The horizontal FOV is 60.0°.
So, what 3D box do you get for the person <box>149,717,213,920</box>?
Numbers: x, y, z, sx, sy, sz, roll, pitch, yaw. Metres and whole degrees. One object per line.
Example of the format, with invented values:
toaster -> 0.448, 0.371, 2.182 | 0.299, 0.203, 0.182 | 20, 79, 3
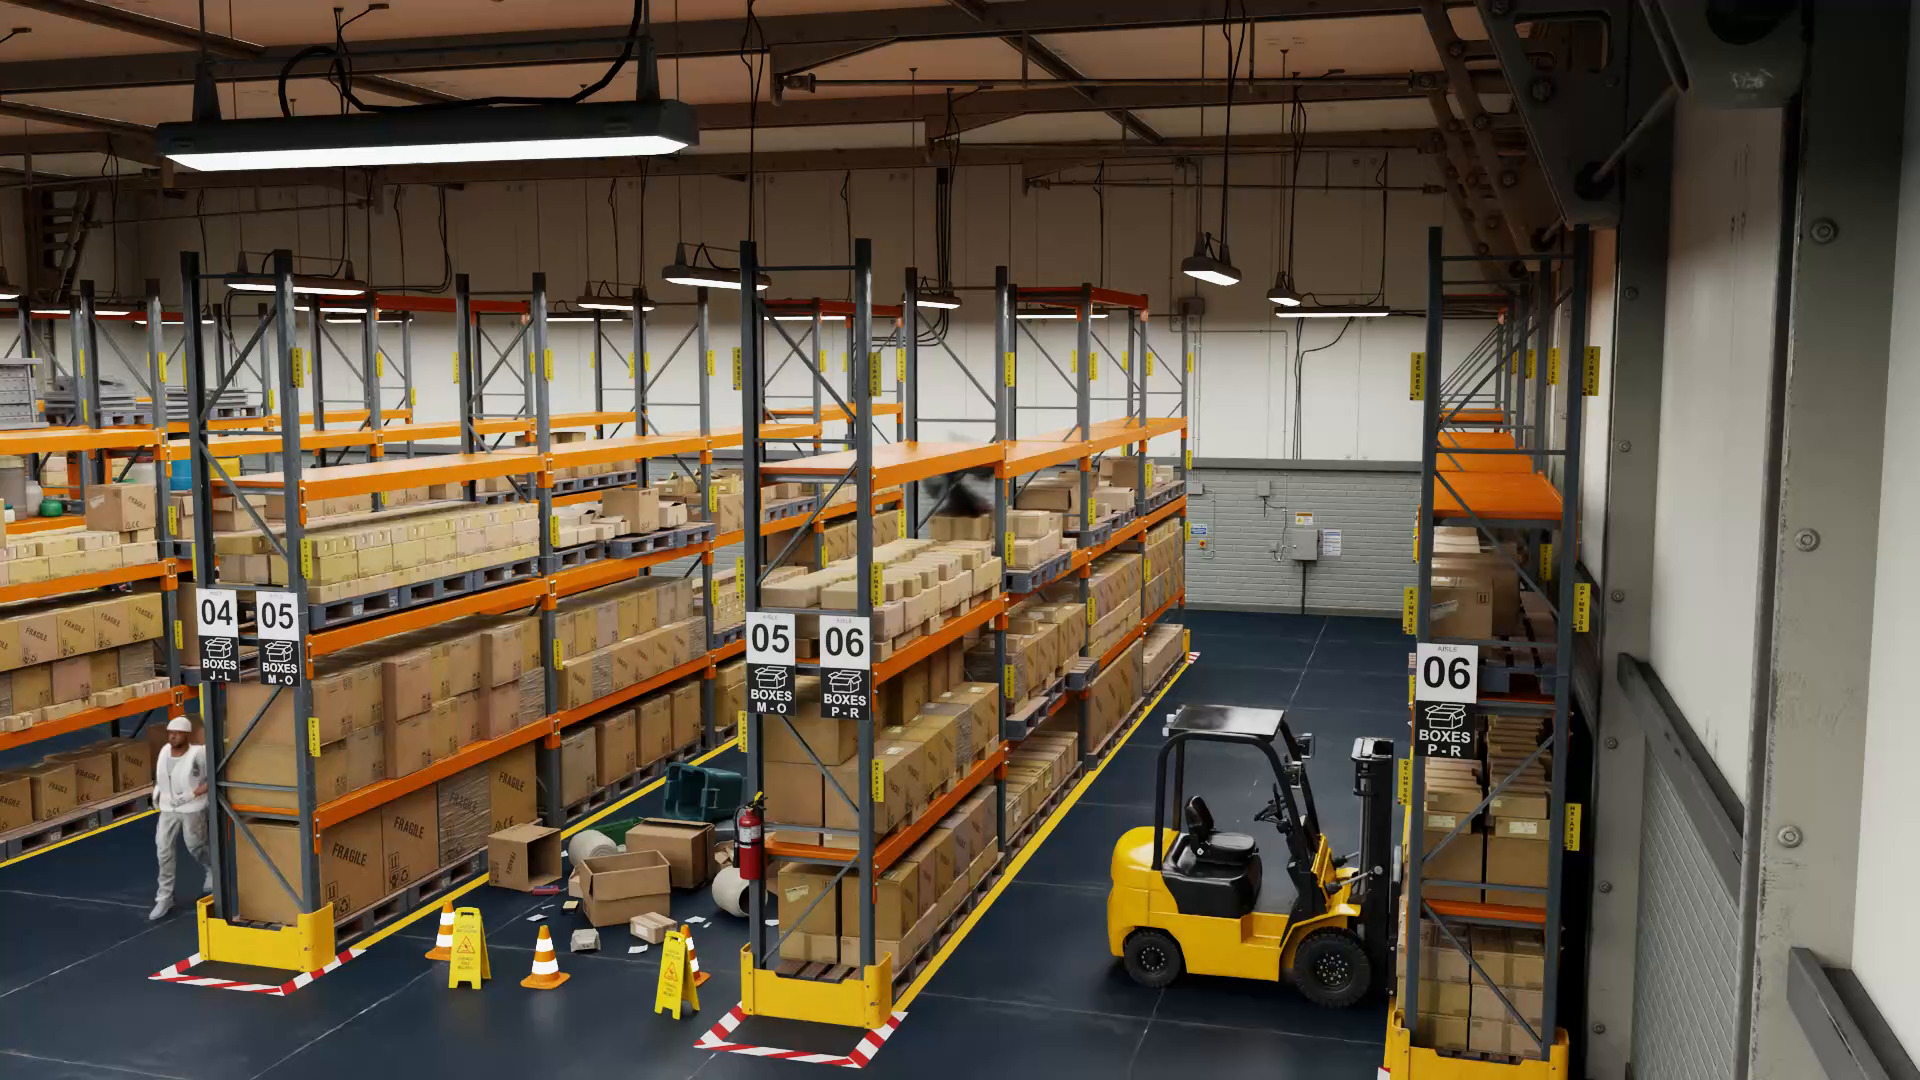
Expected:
person -> -7.272, 2.539, 15.563 | 0.712, 1.796, 0.935 | 1, 6, 8
